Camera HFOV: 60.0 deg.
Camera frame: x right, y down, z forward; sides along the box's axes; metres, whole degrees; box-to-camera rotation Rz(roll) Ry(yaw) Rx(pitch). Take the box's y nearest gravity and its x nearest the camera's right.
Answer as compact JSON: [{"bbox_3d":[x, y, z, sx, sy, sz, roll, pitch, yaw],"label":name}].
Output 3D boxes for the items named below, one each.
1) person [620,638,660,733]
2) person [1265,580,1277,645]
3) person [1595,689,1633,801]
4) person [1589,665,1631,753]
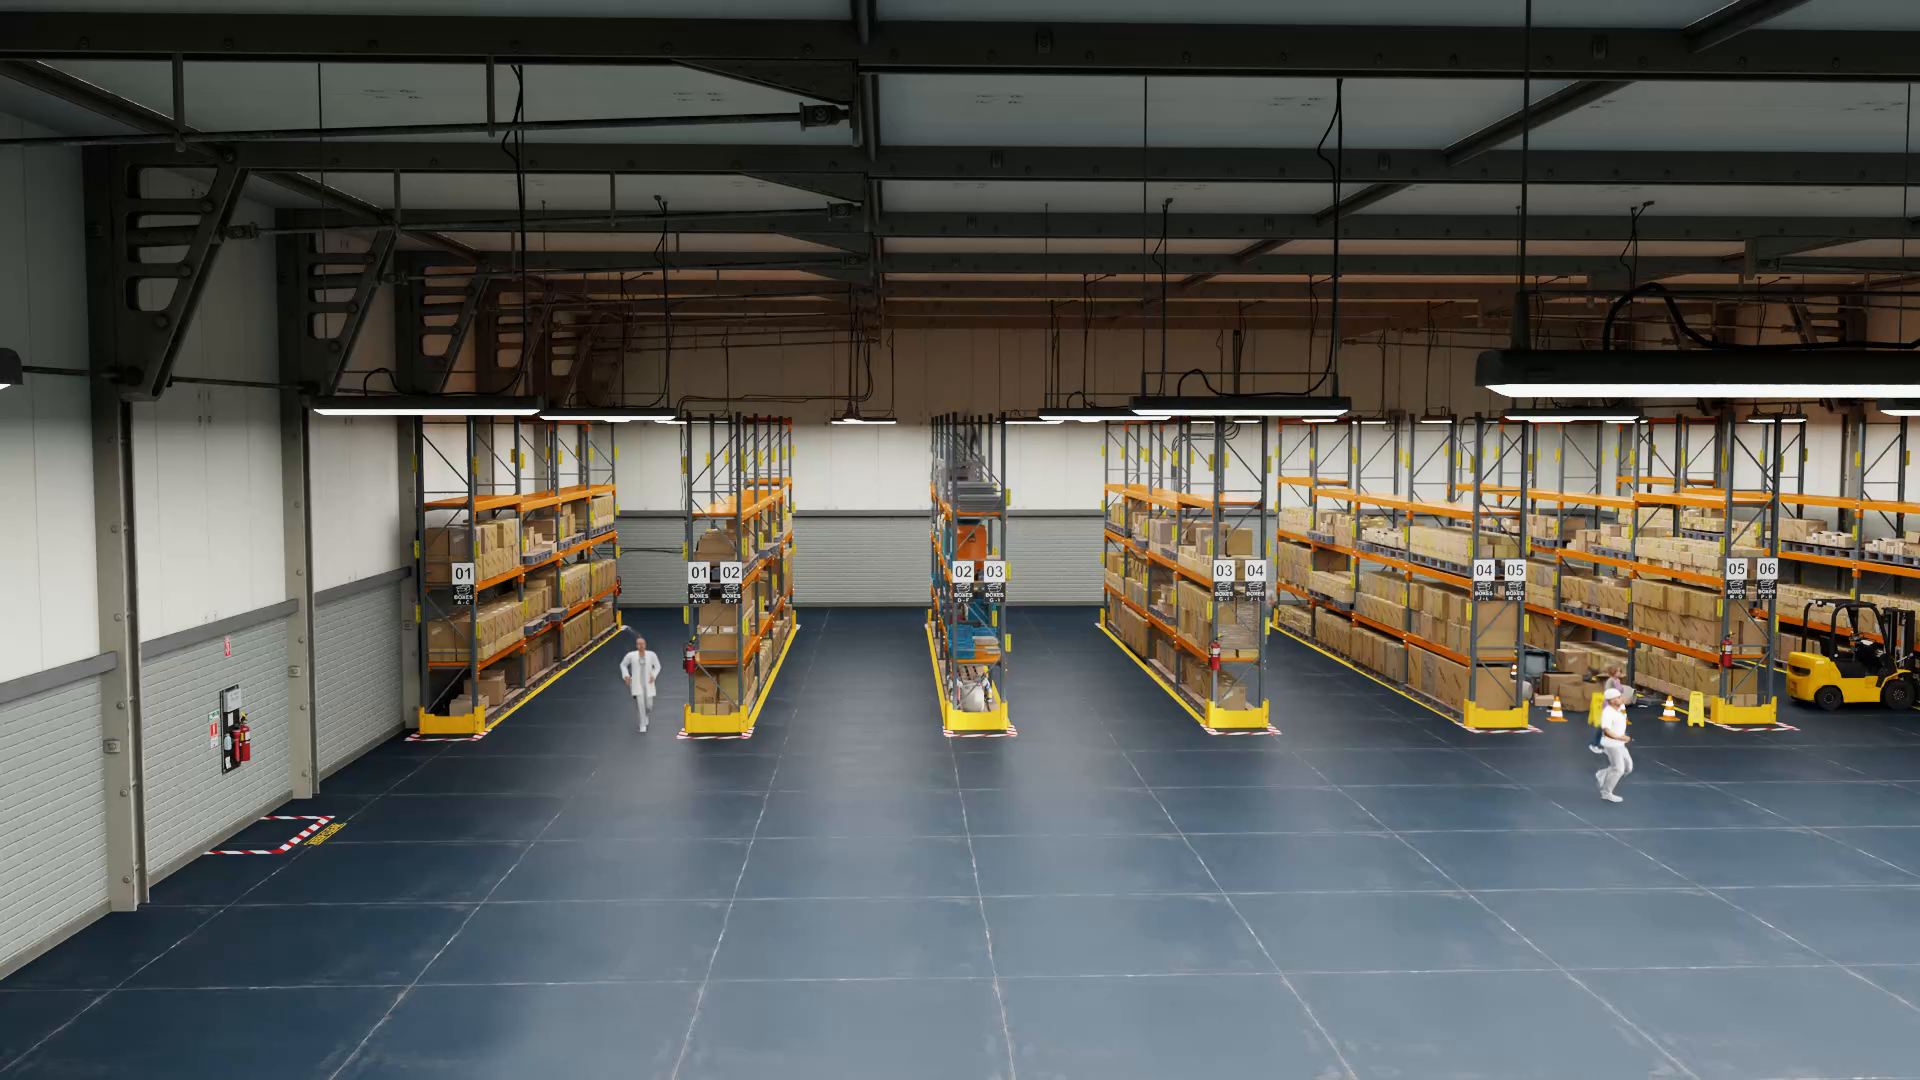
[{"bbox_3d":[-6.023,2.723,31.409,0.751,1.735,0.808,-1,4,-18],"label":"person"},{"bbox_3d":[8.114,1.892,44.083,0.558,1.680,0.889,0,4,3],"label":"person"},{"bbox_3d":[10.021,3.131,25.461,0.582,1.723,0.700,2,5,32],"label":"person"},{"bbox_3d":[11.275,2.973,28.791,0.555,1.658,0.713,-3,5,-41],"label":"person"}]
